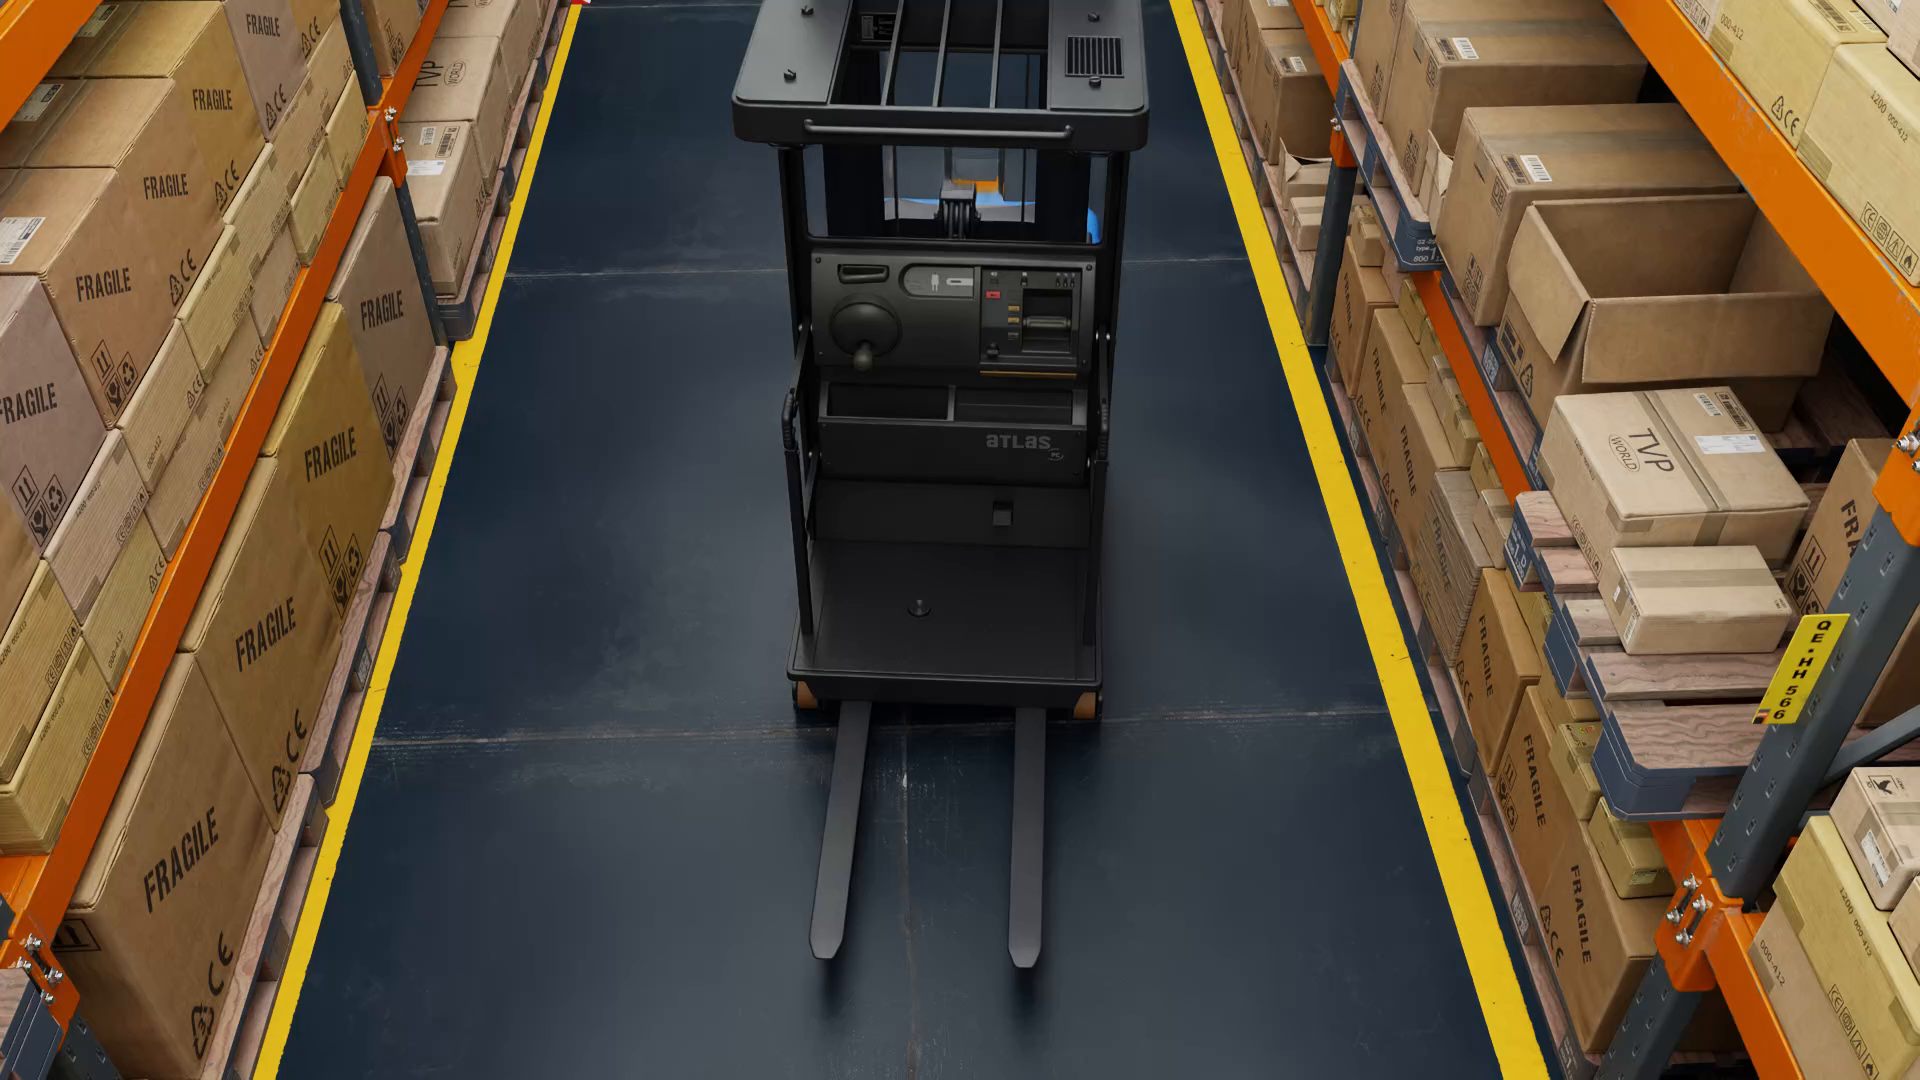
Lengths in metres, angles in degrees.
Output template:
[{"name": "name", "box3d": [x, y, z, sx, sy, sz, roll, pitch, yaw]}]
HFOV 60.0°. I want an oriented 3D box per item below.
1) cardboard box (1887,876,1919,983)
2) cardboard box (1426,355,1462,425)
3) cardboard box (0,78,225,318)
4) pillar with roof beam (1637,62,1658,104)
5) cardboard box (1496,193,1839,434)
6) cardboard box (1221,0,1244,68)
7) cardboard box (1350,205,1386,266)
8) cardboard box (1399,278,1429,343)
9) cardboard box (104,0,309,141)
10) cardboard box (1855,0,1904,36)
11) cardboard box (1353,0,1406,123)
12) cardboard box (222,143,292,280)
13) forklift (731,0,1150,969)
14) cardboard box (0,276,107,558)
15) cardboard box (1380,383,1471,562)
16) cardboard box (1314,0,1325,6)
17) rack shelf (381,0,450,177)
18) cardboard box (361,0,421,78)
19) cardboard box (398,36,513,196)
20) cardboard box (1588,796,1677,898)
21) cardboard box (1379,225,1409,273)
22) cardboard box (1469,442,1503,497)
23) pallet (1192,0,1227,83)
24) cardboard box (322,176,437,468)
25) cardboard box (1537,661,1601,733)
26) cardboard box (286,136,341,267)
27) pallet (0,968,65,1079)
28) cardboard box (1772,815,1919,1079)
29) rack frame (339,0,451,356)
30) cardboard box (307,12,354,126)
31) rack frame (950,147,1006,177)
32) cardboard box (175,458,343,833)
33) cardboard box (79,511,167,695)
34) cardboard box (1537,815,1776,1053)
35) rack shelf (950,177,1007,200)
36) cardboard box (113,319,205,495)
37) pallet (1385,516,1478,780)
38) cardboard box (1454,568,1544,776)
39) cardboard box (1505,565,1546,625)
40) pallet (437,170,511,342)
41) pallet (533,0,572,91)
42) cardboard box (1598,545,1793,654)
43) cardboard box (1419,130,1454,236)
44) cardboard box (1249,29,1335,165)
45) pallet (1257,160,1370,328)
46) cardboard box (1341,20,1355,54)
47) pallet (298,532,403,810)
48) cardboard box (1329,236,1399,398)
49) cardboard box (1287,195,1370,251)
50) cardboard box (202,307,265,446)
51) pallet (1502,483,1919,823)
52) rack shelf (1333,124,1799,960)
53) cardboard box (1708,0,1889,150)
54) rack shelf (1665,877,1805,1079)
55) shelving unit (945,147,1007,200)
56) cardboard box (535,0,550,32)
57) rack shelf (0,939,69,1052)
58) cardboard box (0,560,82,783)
[{"name": "cardboard box", "box3d": [2.011, 0.774, 3.132, 0.380, 0.149, 0.250, -1, 43, -1]}, {"name": "cardboard box", "box3d": [1.969, -0.565, 6.205, 0.380, 0.149, 0.250, -2, 43, -2]}, {"name": "cardboard box", "box3d": [-2.511, -0.979, 4.785, 0.500, 0.500, 0.500, -1, 43, -1]}, {"name": "pillar with roof beam", "box3d": [-1.321, -4.638, 5.150, 9.100, 9.000, 0.400, -2, 43, -2]}, {"name": "cardboard box", "box3d": [2.025, -0.643, 4.845, 0.797, 0.503, 0.637, -3, 43, -3]}, {"name": "cardboard box", "box3d": [1.868, -2.994, 9.336, 0.700, 0.500, 0.500, 0, 43, 0]}, {"name": "cardboard box", "box3d": [1.859, -1.277, 6.982, 0.380, 0.149, 0.250, 0, 43, 0]}, {"name": "cardboard box", "box3d": [1.970, -0.919, 6.592, 0.380, 0.149, 0.250, -4, 43, -4]}, {"name": "cardboard box", "box3d": [-2.550, -1.671, 5.539, 0.500, 0.500, 0.500, -1, 43, -1]}, {"name": "cardboard box", "box3d": [2.047, -1.137, 3.367, 0.380, 0.149, 0.250, -1, 43, -1]}, {"name": "cardboard box", "box3d": [1.907, -1.913, 6.232, 0.700, 0.500, 0.500, -1, 43, -1]}, {"name": "cardboard box", "box3d": [-2.531, -1.061, 5.429, 0.500, 0.250, 0.500, -1, 43, -1]}, {"name": "forklift", "box3d": [-0.032, -0.660, 5.301, 1.130, 2.935, 3.031, 2, 43, 2]}, {"name": "cardboard box", "box3d": [-2.487, -0.289, 4.031, 0.500, 0.500, 0.500, -1, 43, -2]}, {"name": "cardboard box", "box3d": [1.955, -0.258, 6.351, 0.500, 0.500, 0.500, -3, 43, -3]}, {"name": "cardboard box", "box3d": [1.776, -2.520, 7.465, 0.380, 0.149, 0.250, -1, 43, -1]}, {"name": "rack shelf", "box3d": [-2.934, -2.994, 8.329, 1.077, 0.370, 4.000, -2, 43, -2]}, {"name": "cardboard box", "box3d": [-2.608, -2.271, 6.933, 0.500, 0.500, 0.500, 0, 43, 0]}, {"name": "cardboard box", "box3d": [-2.808, -2.151, 8.462, 0.875, 0.438, 0.875, -3, 43, -3]}, {"name": "cardboard box", "box3d": [2.005, 0.847, 4.665, 0.380, 0.149, 0.250, -4, 43, -4]}, {"name": "cardboard box", "box3d": [1.918, -1.213, 6.692, 0.380, 0.149, 0.250, -4, 43, -4]}, {"name": "cardboard box", "box3d": [2.018, -0.216, 5.825, 0.380, 0.149, 0.250, -1, 43, -2]}, {"name": "pallet", "box3d": [1.978, -3.137, 10.017, 1.003, 0.211, 1.213, -2, 43, -2]}, {"name": "cardboard box", "box3d": [-2.743, -0.865, 6.735, 0.875, 0.875, 0.875, 0, 43, 0]}, {"name": "cardboard box", "box3d": [1.996, 0.485, 5.060, 0.380, 0.149, 0.250, -3, 43, -3]}, {"name": "cardboard box", "box3d": [-2.558, -1.215, 5.966, 0.500, 0.250, 0.500, -2, 43, -2]}, {"name": "pallet", "box3d": [-2.543, 1.340, 3.210, 1.213, 0.211, 1.003, -2, 43, -2]}, {"name": "cardboard box", "box3d": [2.029, 0.824, 3.372, 0.500, 0.250, 0.500, -2, 43, -2]}, {"name": "rack frame", "box3d": [-2.849, -1.909, 6.613, 1.000, 3.000, 0.127, -2, 43, -2]}, {"name": "cardboard box", "box3d": [-2.588, -1.748, 6.178, 0.500, 0.250, 0.500, -2, 43, -2]}, {"name": "rack frame", "box3d": [0.067, -1.231, 7.214, 0.240, 1.200, 0.006, 2, 34, 3]}, {"name": "cardboard box", "box3d": [-2.660, 0.349, 5.411, 0.875, 0.875, 0.875, -1, 43, -1]}, {"name": "cardboard box", "box3d": [-2.488, 0.163, 4.464, 0.500, 0.250, 0.500, -3, 43, -3]}, {"name": "cardboard box", "box3d": [2.047, 1.133, 4.833, 0.500, 0.500, 0.500, -1, 43, -1]}, {"name": "rack shelf", "box3d": [0.064, -1.444, 6.964, 0.258, 0.103, 0.180, 2, 34, 3]}, {"name": "cardboard box", "box3d": [-2.484, -0.373, 4.678, 0.500, 0.250, 0.500, -2, 43, -2]}, {"name": "pallet", "box3d": [2.237, 0.347, 6.215, 1.003, 0.211, 1.213, -2, 43, -2]}, {"name": "cardboard box", "box3d": [2.011, 0.442, 5.587, 0.500, 0.500, 0.500, 0, 43, 0]}, {"name": "cardboard box", "box3d": [2.019, 0.137, 5.440, 0.380, 0.149, 0.250, -2, 43, -2]}, {"name": "pallet", "box3d": [-2.804, -1.397, 8.118, 1.003, 0.211, 1.213, -2, 43, -2]}, {"name": "pallet", "box3d": [-2.907, -3.044, 9.915, 1.003, 0.211, 1.213, -2, 43, -2]}, {"name": "cardboard box", "box3d": [1.868, 0.151, 4.240, 0.380, 0.149, 0.250, -1, 43, -1]}, {"name": "cardboard box", "box3d": [1.785, -1.211, 5.640, 0.396, 0.266, 0.258, 0, 43, 0]}, {"name": "cardboard box", "box3d": [1.913, -2.293, 8.571, 0.700, 0.500, 0.500, -3, 43, -3]}, {"name": "pallet", "box3d": [2.081, -1.490, 8.219, 1.003, 0.211, 1.213, -2, 43, -2]}, {"name": "cardboard box", "box3d": [1.844, -2.170, 7.083, 0.380, 0.149, 0.250, -1, 43, -1]}, {"name": "pallet", "box3d": [-2.687, 0.463, 6.089, 1.003, 0.211, 1.213, -2, 43, -2]}, {"name": "cardboard box", "box3d": [1.905, -0.955, 7.111, 0.500, 0.500, 0.500, 0, 43, 0]}, {"name": "cardboard box", "box3d": [1.793, -1.526, 7.994, 0.380, 0.149, 0.250, -3, 43, -3]}, {"name": "cardboard box", "box3d": [-2.529, -0.525, 5.214, 0.500, 0.250, 0.500, -2, 43, -2]}, {"name": "pallet", "box3d": [2.181, 0.261, 4.387, 1.213, 0.211, 1.003, -2, 43, -2]}, {"name": "rack shelf", "box3d": [2.195, -0.439, 5.541, 1.077, 0.370, 4.000, -2, 43, -2]}, {"name": "cardboard box", "box3d": [1.993, -1.083, 3.603, 0.500, 0.250, 0.500, -2, 43, -2]}, {"name": "rack shelf", "box3d": [2.364, 2.261, 2.595, 1.077, 0.370, 4.000, -2, 43, -2]}, {"name": "shelving unit", "box3d": [0.061, -1.180, 7.138, 0.258, 1.200, 0.189, 2, 34, 3]}, {"name": "cardboard box", "box3d": [-2.891, -3.377, 9.800, 0.875, 0.438, 0.875, -3, 43, -3]}, {"name": "rack shelf", "box3d": [-2.595, 2.406, 2.437, 1.077, 0.370, 4.000, -2, 43, -2]}, {"name": "cardboard box", "box3d": [-2.454, 0.313, 3.930, 0.500, 0.250, 0.500, -2, 43, -2]}]
